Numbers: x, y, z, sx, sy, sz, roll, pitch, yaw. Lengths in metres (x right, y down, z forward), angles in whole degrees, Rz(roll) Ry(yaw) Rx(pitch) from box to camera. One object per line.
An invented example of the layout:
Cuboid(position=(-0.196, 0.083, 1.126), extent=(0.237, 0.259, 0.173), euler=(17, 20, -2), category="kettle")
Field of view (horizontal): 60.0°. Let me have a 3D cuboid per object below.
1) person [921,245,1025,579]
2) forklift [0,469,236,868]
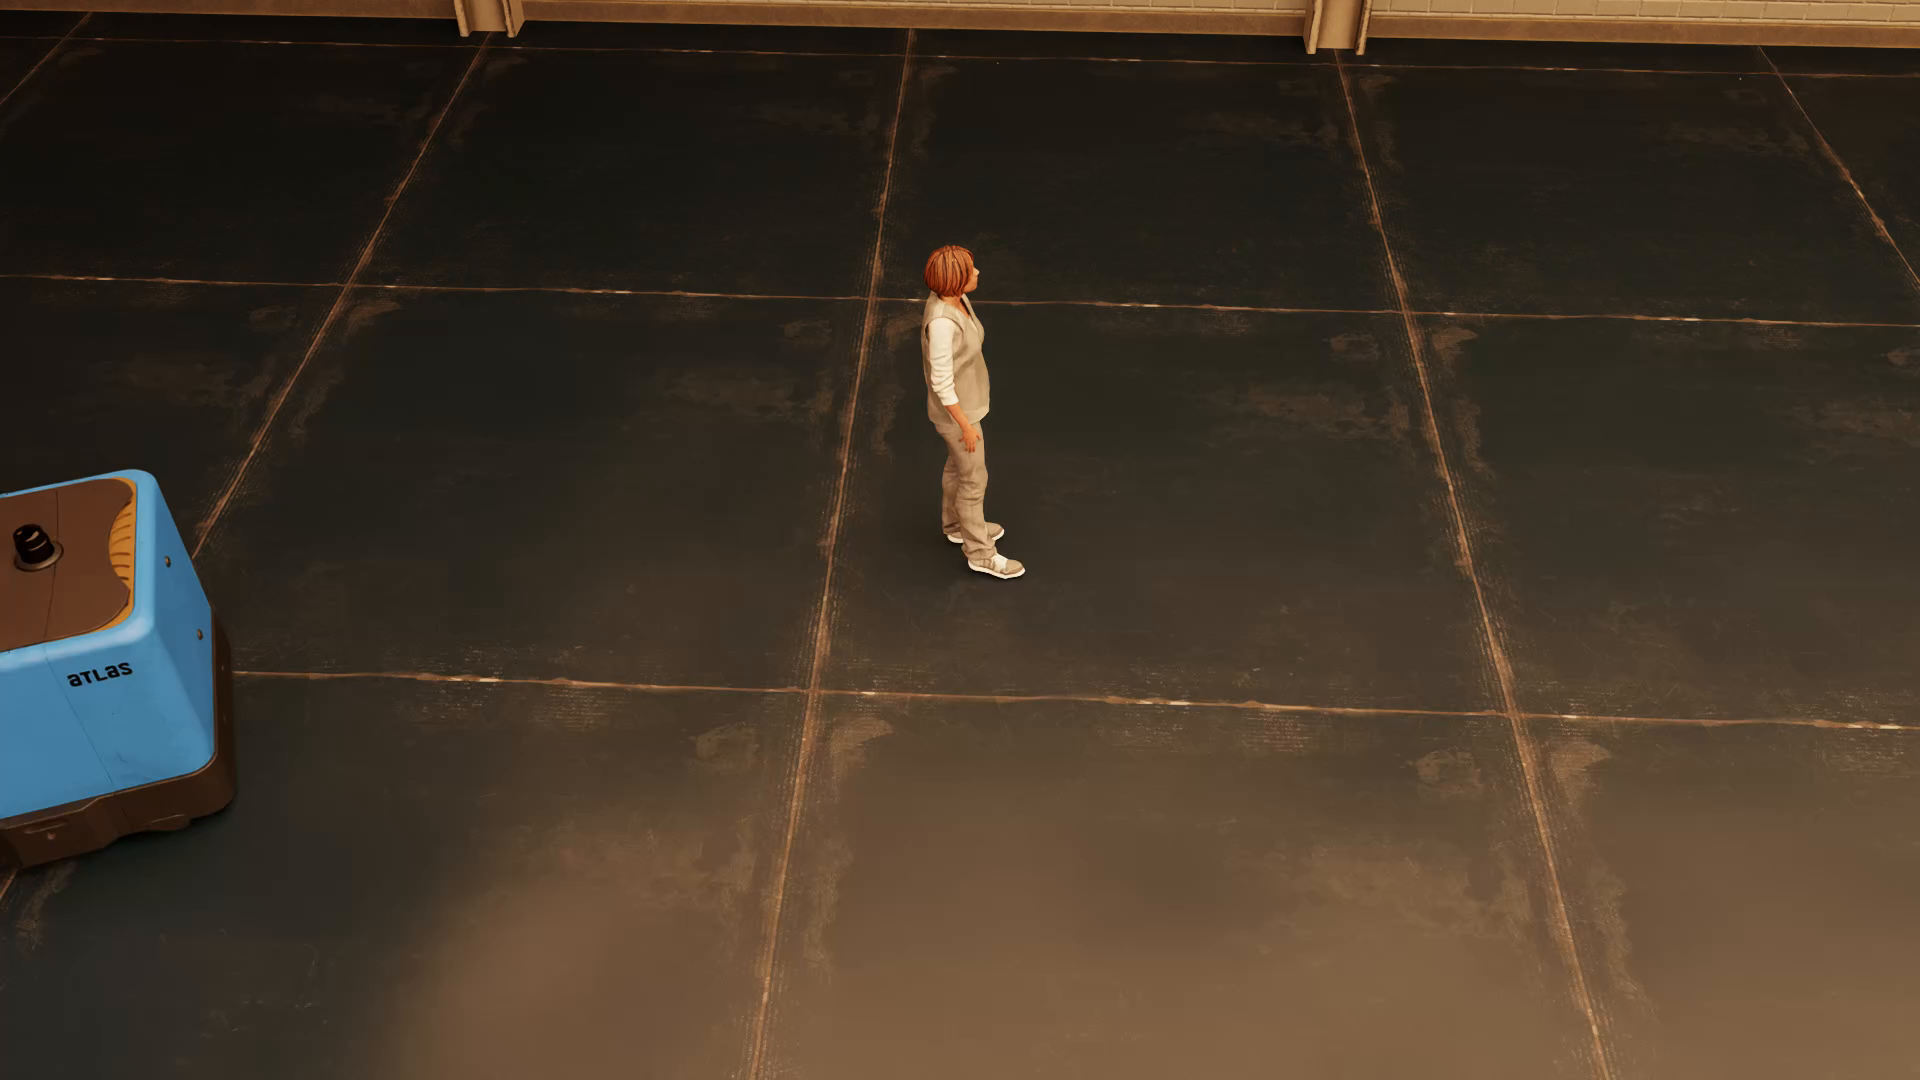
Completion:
Cuboid(position=(0.073, -0.583, 7.360), extent=(0.475, 1.597, 0.520), euler=(2, 42, 2), category="person")
Cuboid(position=(-4.492, 0.043, 5.695), extent=(3.031, 2.935, 1.130), euler=(-13, 44, -14), category="forklift")
